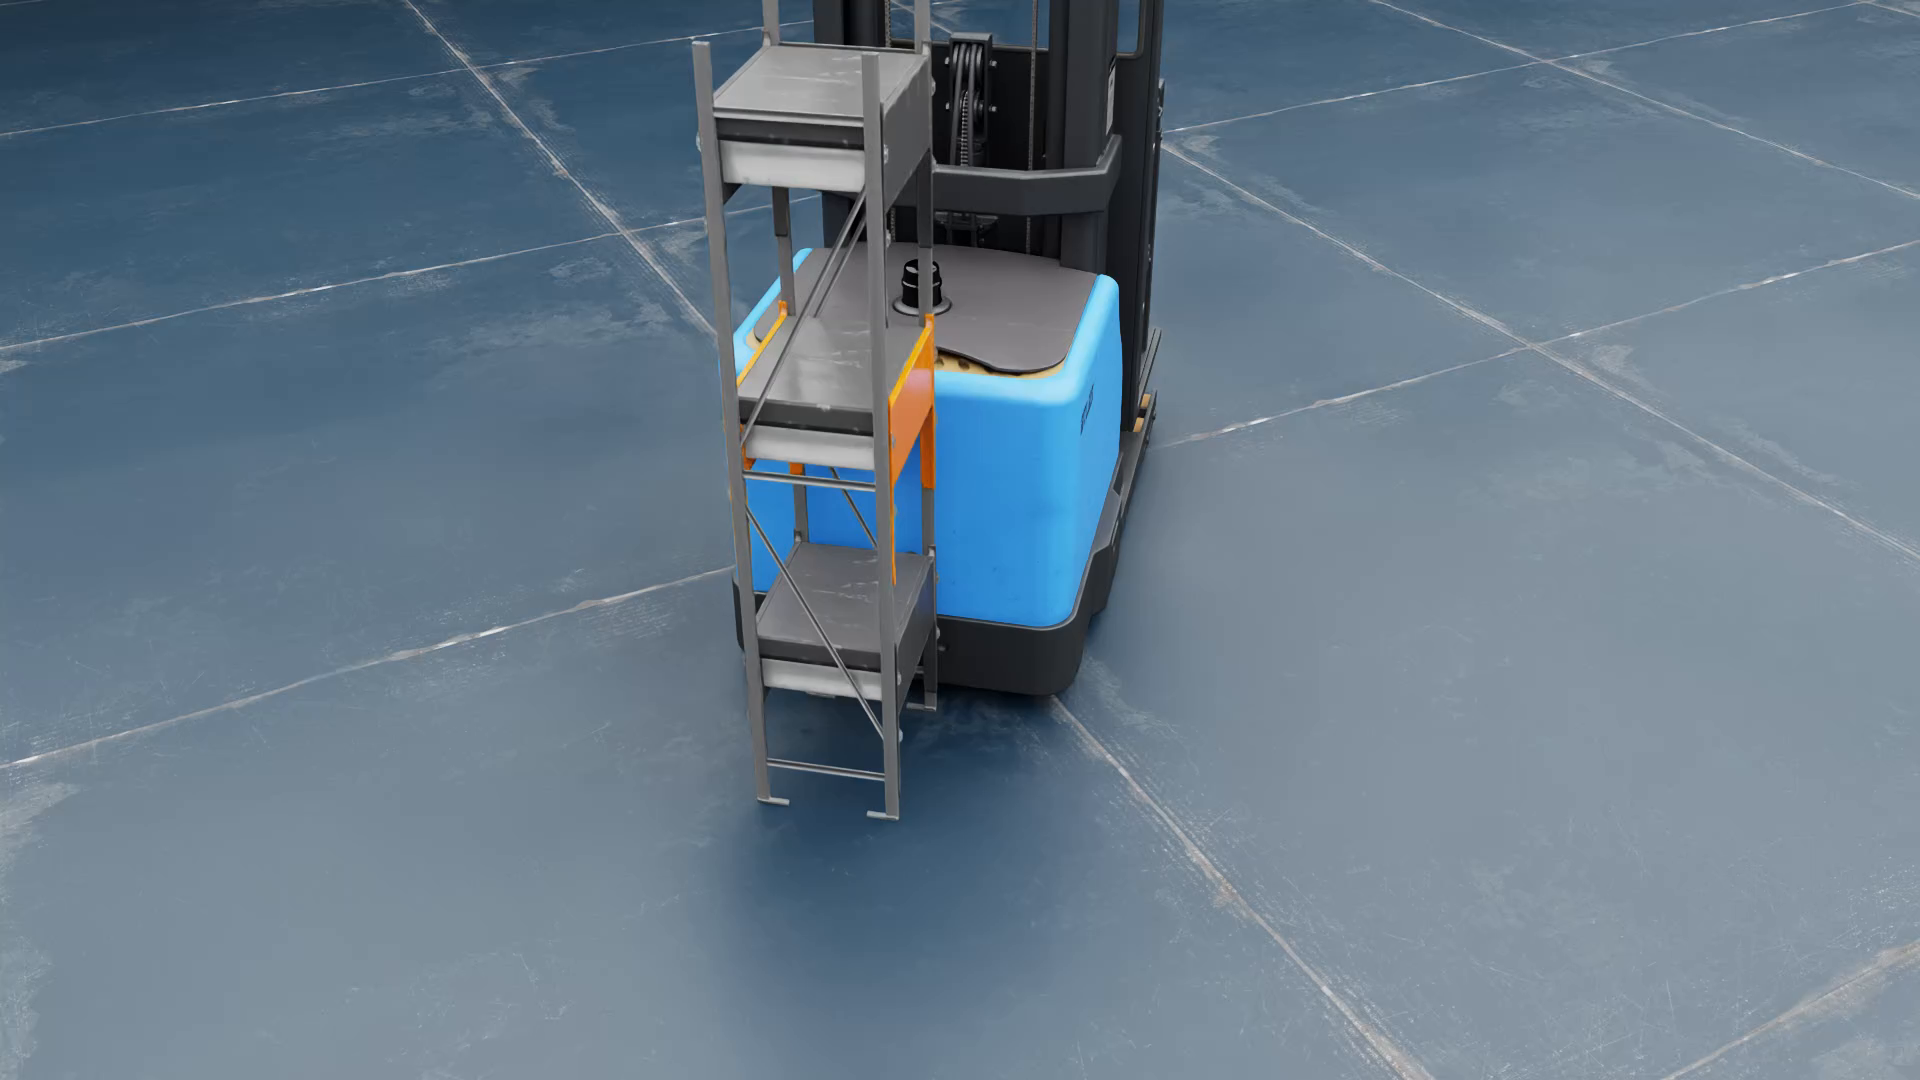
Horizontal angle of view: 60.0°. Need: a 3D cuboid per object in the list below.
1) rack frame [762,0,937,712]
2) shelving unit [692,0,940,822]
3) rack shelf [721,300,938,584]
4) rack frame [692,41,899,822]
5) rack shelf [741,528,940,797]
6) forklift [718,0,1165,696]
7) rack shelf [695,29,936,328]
[{"bbox_3d":[-0.267,-0.397,4.422,0.400,2.100,0.015,6,33,10],"label":"rack frame"},{"bbox_3d":[-0.316,-0.268,4.221,0.431,2.100,0.503,6,33,10],"label":"shelving unit"},{"bbox_3d":[-0.316,-0.256,4.228,0.431,0.518,0.480,6,33,10],"label":"rack shelf"},{"bbox_3d":[-0.364,-0.138,4.019,0.400,2.100,0.015,6,33,10],"label":"rack frame"},{"bbox_3d":[-0.315,0.333,4.606,0.431,0.518,0.480,6,33,10],"label":"rack shelf"},{"bbox_3d":[0.137,-1.562,5.471,1.130,2.935,3.031,7,33,11],"label":"forklift"},{"bbox_3d":[-0.316,-0.845,3.850,0.431,0.518,0.480,6,33,10],"label":"rack shelf"}]
